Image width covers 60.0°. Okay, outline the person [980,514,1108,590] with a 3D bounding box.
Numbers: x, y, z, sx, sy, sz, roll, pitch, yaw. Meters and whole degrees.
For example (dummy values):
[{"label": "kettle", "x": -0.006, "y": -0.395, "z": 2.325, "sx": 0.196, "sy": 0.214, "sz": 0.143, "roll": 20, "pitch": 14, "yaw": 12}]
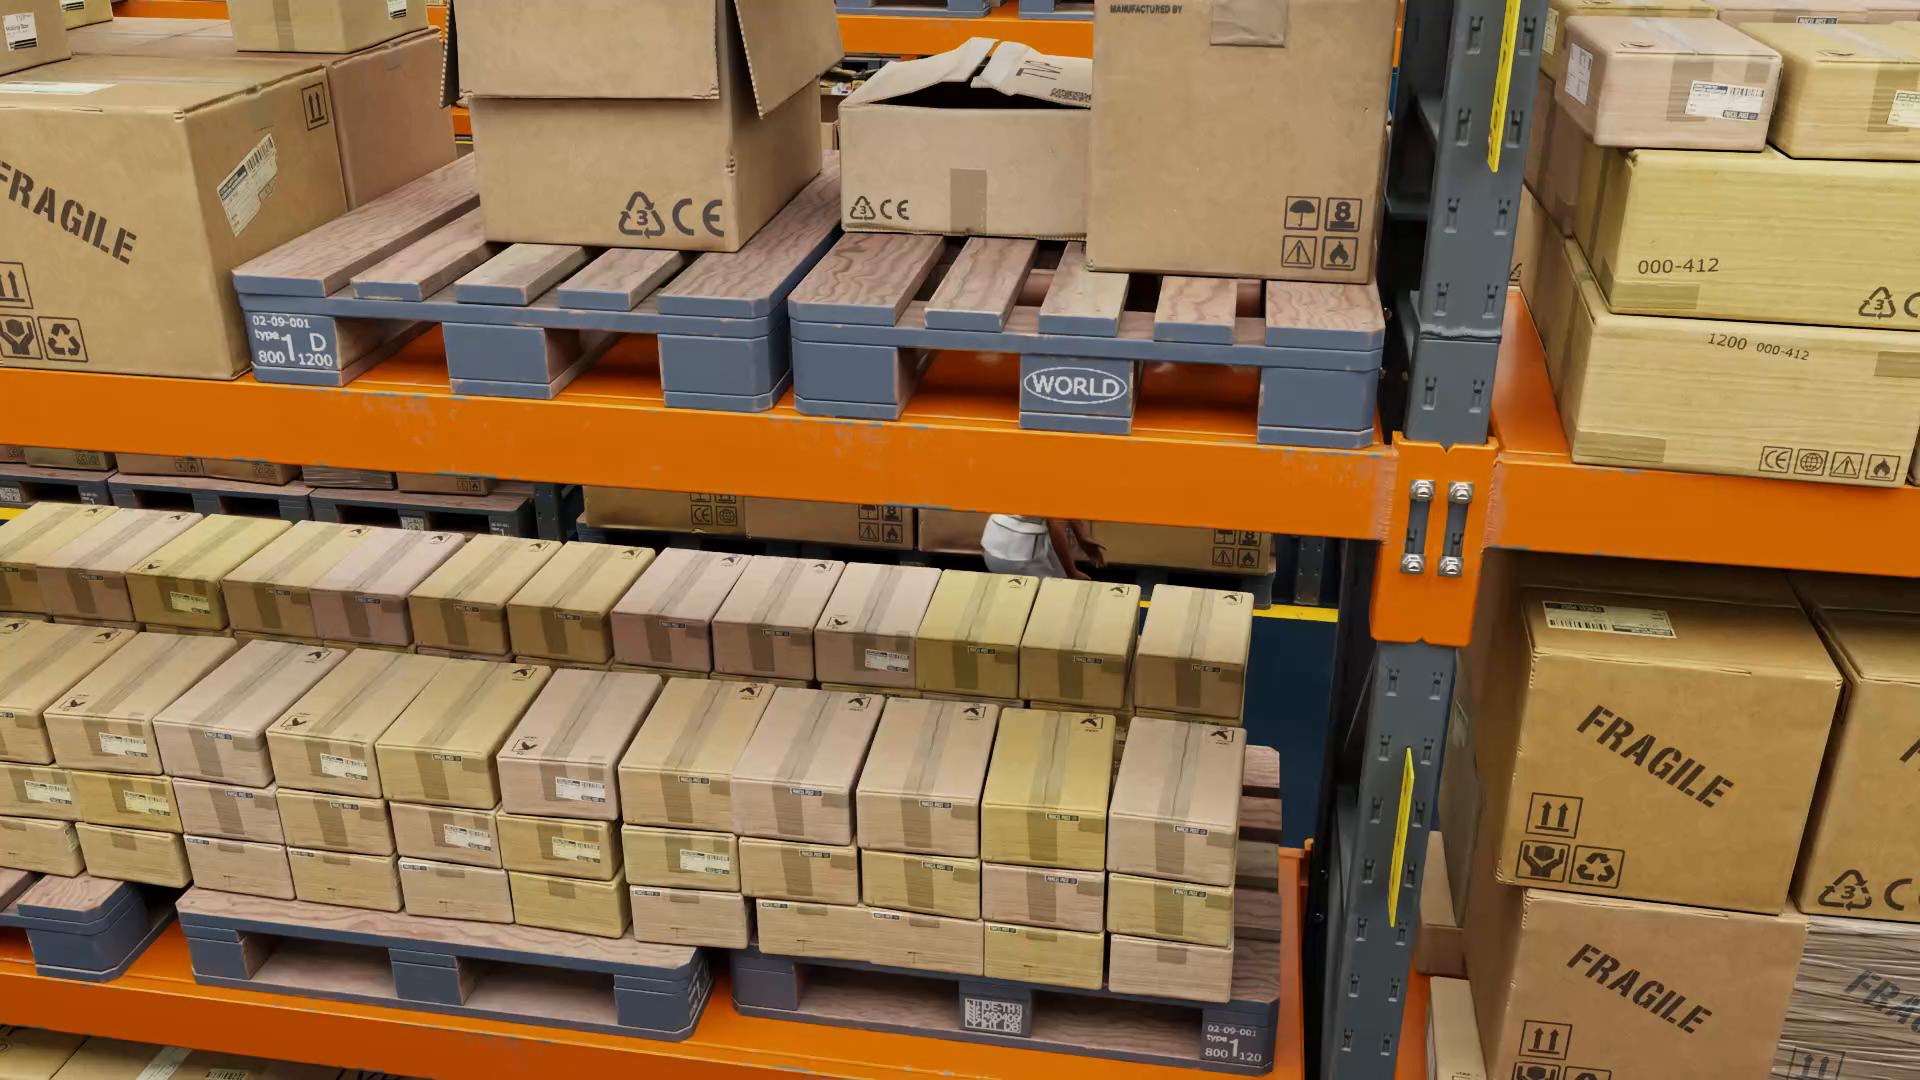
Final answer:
[{"label": "person", "x": 0.401, "y": 0.038, "z": 7.225, "sx": 0.607, "sy": 1.508, "sz": 0.487, "roll": 4, "pitch": 25, "yaw": 9}]
